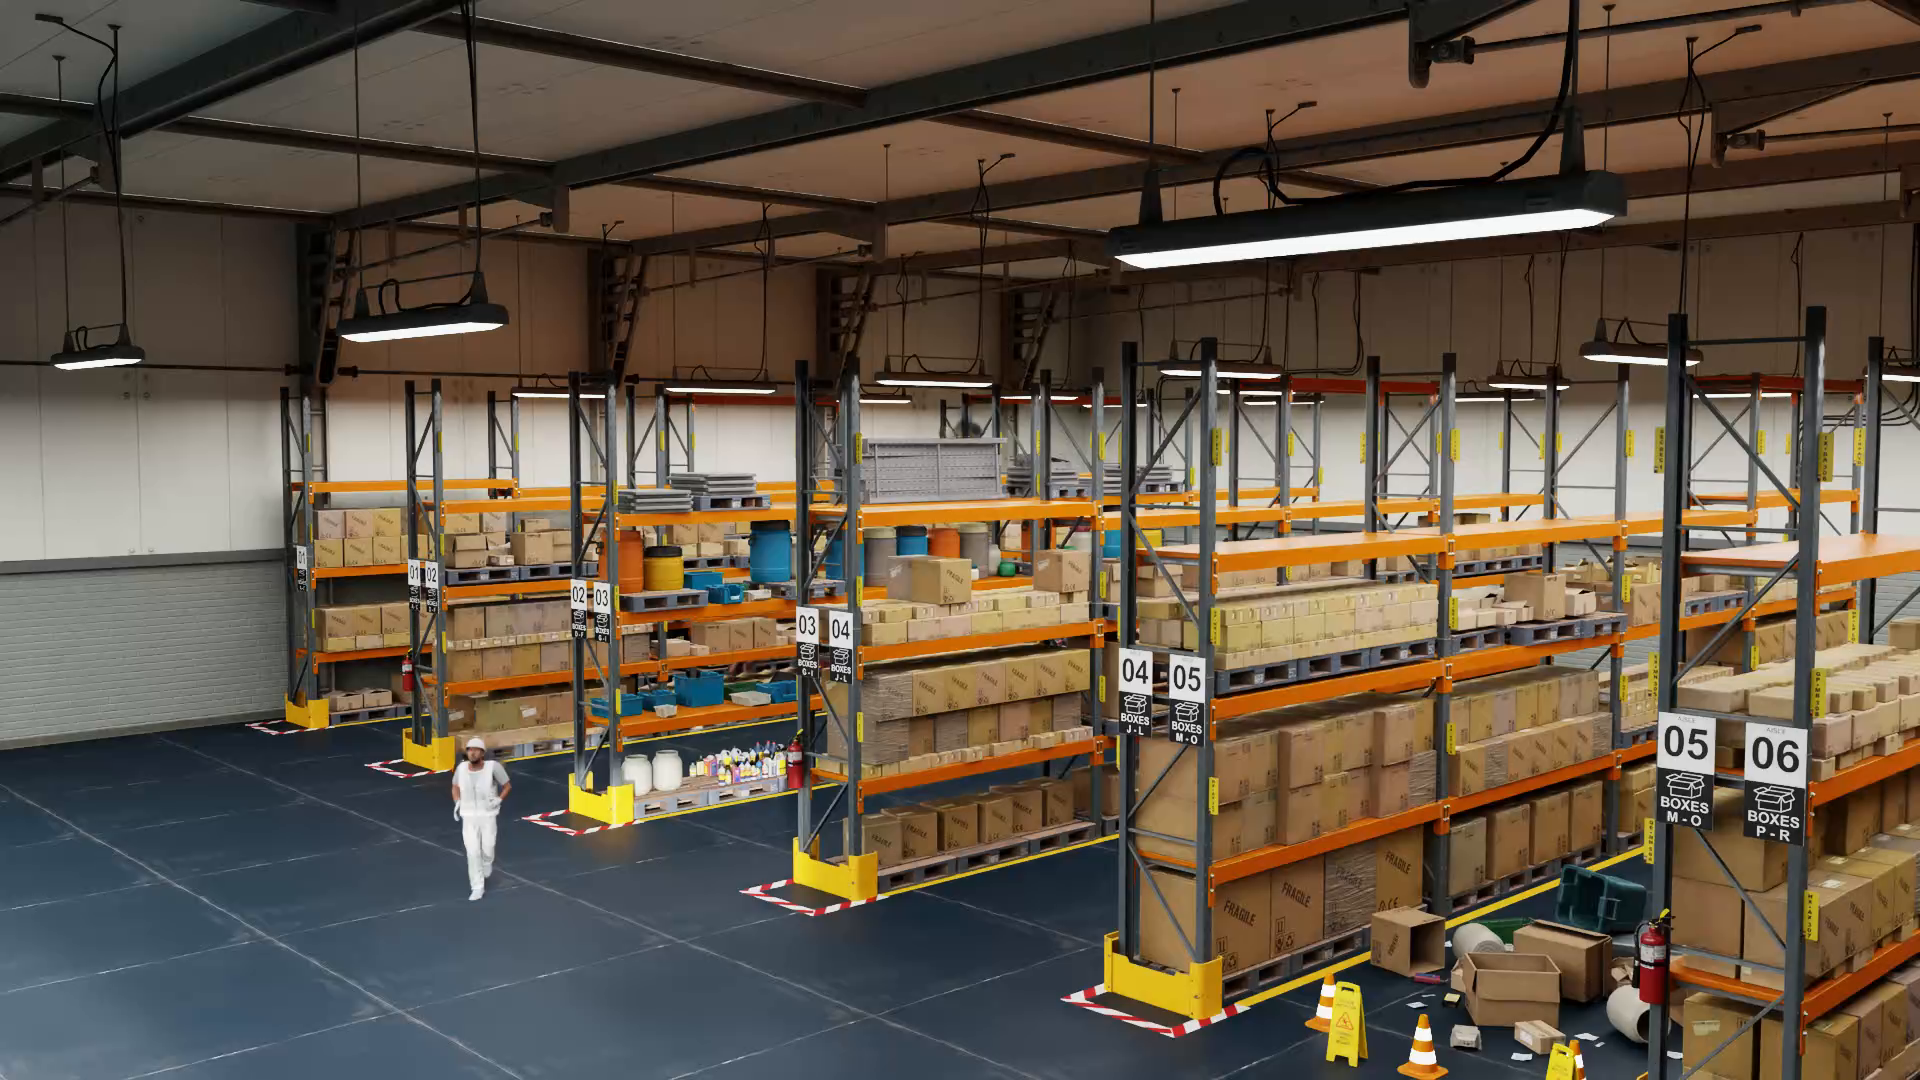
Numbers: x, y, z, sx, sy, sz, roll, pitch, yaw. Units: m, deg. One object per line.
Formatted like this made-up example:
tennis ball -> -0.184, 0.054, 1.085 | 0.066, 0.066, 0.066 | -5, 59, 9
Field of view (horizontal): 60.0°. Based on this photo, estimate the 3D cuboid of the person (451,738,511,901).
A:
person -> -5.402, 3.098, 18.706 | 0.657, 1.770, 0.765 | 0, 4, -5

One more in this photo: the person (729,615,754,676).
person -> -4.189, 2.268, 32.303 | 0.581, 1.647, 0.623 | 4, 5, 44

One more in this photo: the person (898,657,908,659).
person -> -1.193, 2.493, 28.063 | 0.652, 1.859, 0.832 | 4, 5, 44
